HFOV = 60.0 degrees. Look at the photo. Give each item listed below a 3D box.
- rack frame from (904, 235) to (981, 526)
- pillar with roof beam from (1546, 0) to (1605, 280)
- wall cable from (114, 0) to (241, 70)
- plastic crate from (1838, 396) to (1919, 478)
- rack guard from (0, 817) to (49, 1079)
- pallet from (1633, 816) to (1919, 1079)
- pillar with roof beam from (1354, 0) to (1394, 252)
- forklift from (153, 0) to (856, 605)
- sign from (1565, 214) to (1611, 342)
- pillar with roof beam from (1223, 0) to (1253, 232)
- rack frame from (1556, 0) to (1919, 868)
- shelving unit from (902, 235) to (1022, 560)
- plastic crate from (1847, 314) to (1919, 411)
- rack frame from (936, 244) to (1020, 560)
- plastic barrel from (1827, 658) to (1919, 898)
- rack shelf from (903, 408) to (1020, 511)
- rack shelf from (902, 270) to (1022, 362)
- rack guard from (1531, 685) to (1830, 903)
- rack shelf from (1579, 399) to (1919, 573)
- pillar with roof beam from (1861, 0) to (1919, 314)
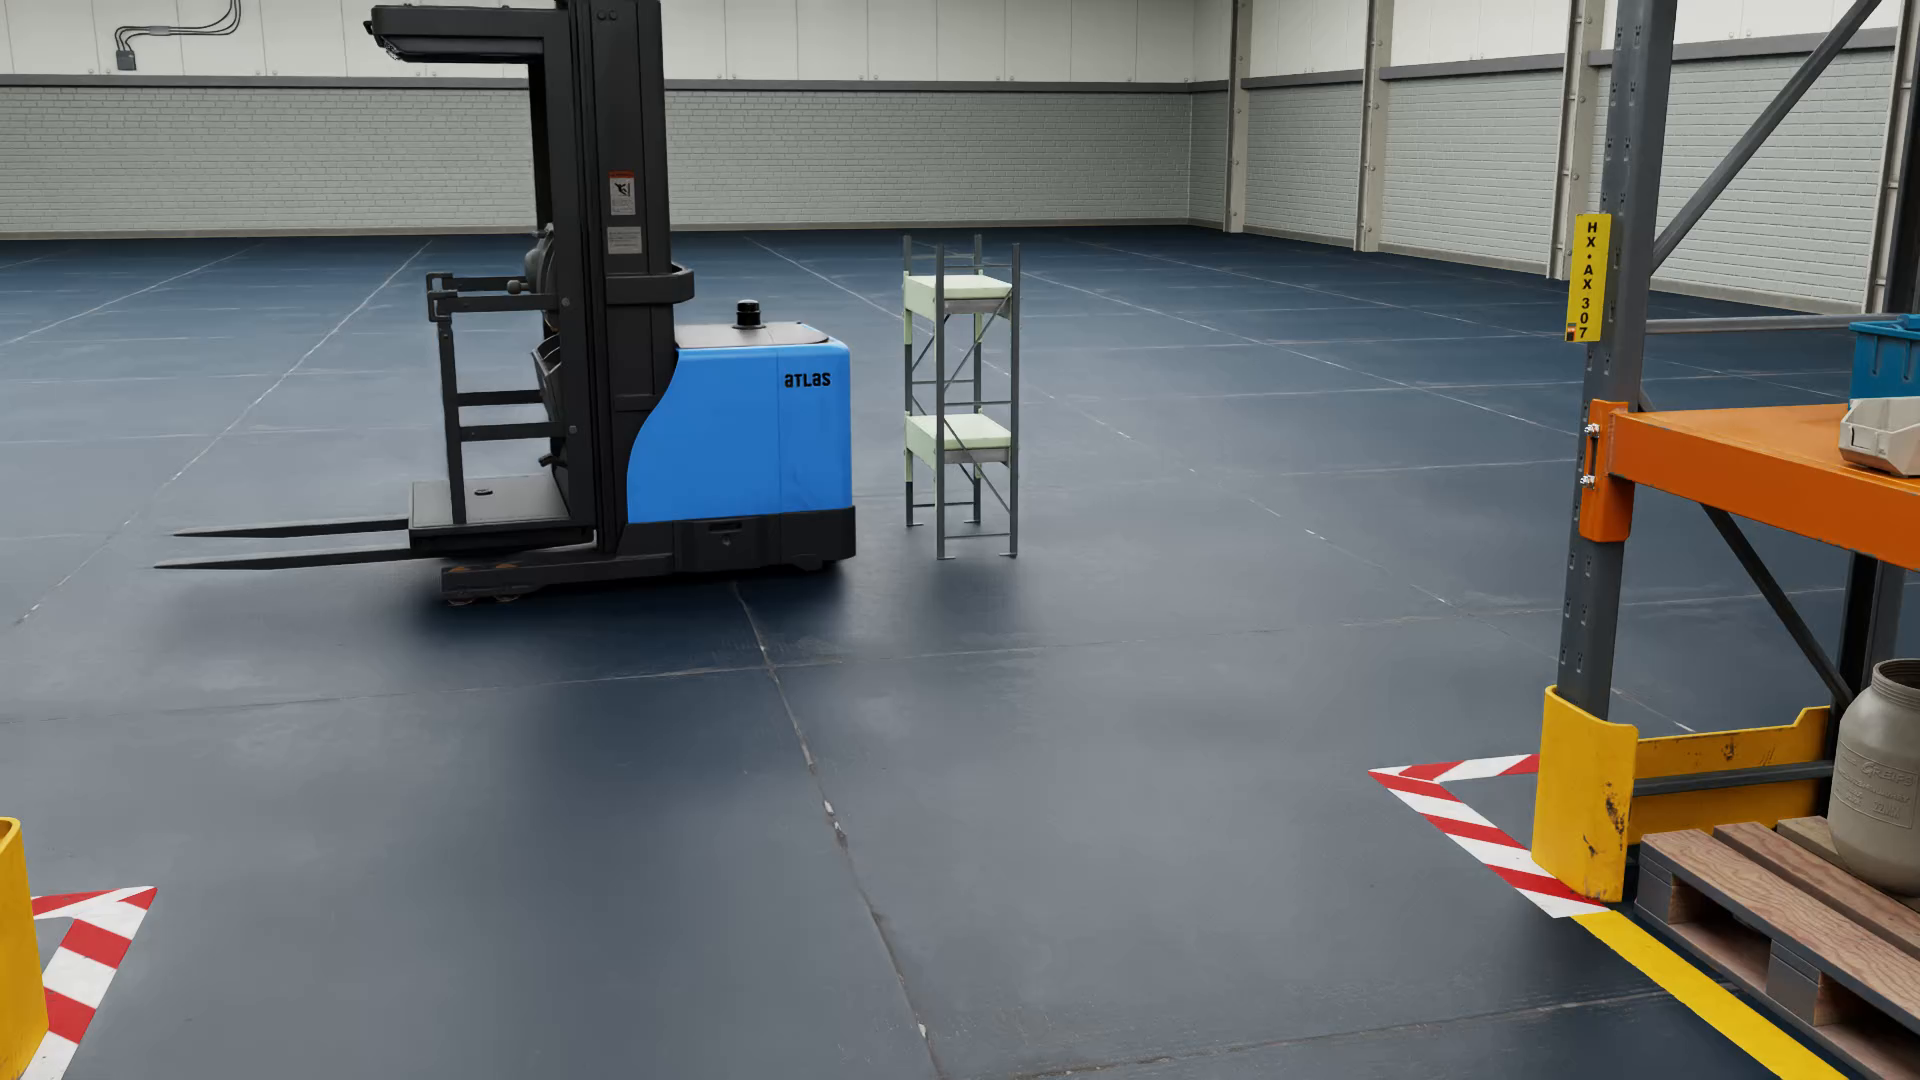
[{"bbox_3d":[-0.088,-0.815,8.601,0.400,1.500,0.023,-3,14,-13],"label":"rack frame"},{"bbox_3d":[4.378,-7.836,21.539,9.100,9.000,0.400,-3,14,-13],"label":"pillar with roof beam"},{"bbox_3d":[-15.050,-12.019,31.496,2.305,6.003,0.169,-3,14,-13],"label":"wall cable"},{"bbox_3d":[2.052,-0.217,3.552,0.298,0.136,0.250,-3,14,-13],"label":"plastic crate"},{"bbox_3d":[-2.642,0.938,3.535,1.175,0.500,0.348,-3,14,-13],"label":"rack guard"},{"bbox_3d":[2.404,0.987,3.941,1.003,0.211,1.213,-3,14,-13],"label":"pallet"},{"bbox_3d":[2.968,-9.220,27.204,9.100,9.000,0.400,-3,14,-13],"label":"pillar with roof beam"},{"bbox_3d":[-2.066,-1.278,7.483,3.031,2.935,1.130,-4,14,-17],"label":"forklift"},{"bbox_3d":[1.619,-0.675,4.285,0.100,0.325,0.005,-3,14,-13],"label":"sign"},{"bbox_3d":[1.559,-10.604,32.870,9.100,9.000,0.400,-3,14,-13],"label":"pillar with roof beam"},{"bbox_3d":[2.154,-0.570,4.440,1.000,3.000,0.127,-3,14,-13],"label":"rack frame"},{"bbox_3d":[-0.002,-0.730,8.255,0.431,1.500,0.755,-3,14,-13],"label":"shelving unit"},{"bbox_3d":[2.563,-0.399,4.053,0.499,0.251,0.616,-3,14,-13],"label":"plastic crate"},{"bbox_3d":[0.084,-0.646,7.910,0.400,1.500,0.023,-3,14,-13],"label":"rack frame"},{"bbox_3d":[2.383,0.582,4.081,0.421,0.512,0.421,0,14,0],"label":"plastic barrel"},{"bbox_3d":[-0.002,-0.413,8.333,0.431,0.370,0.720,-3,14,-13],"label":"rack shelf"},{"bbox_3d":[-0.002,-1.109,8.163,0.431,0.370,0.720,-3,14,-13],"label":"rack shelf"},{"bbox_3d":[2.218,0.659,4.675,1.175,0.500,0.348,-3,14,-13],"label":"rack guard"},{"bbox_3d":[2.624,0.241,2.636,1.077,0.370,4.000,-3,14,-13],"label":"rack shelf"},{"bbox_3d":[5.787,-6.452,15.873,9.100,9.000,0.400,-3,14,-13],"label":"pillar with roof beam"}]
